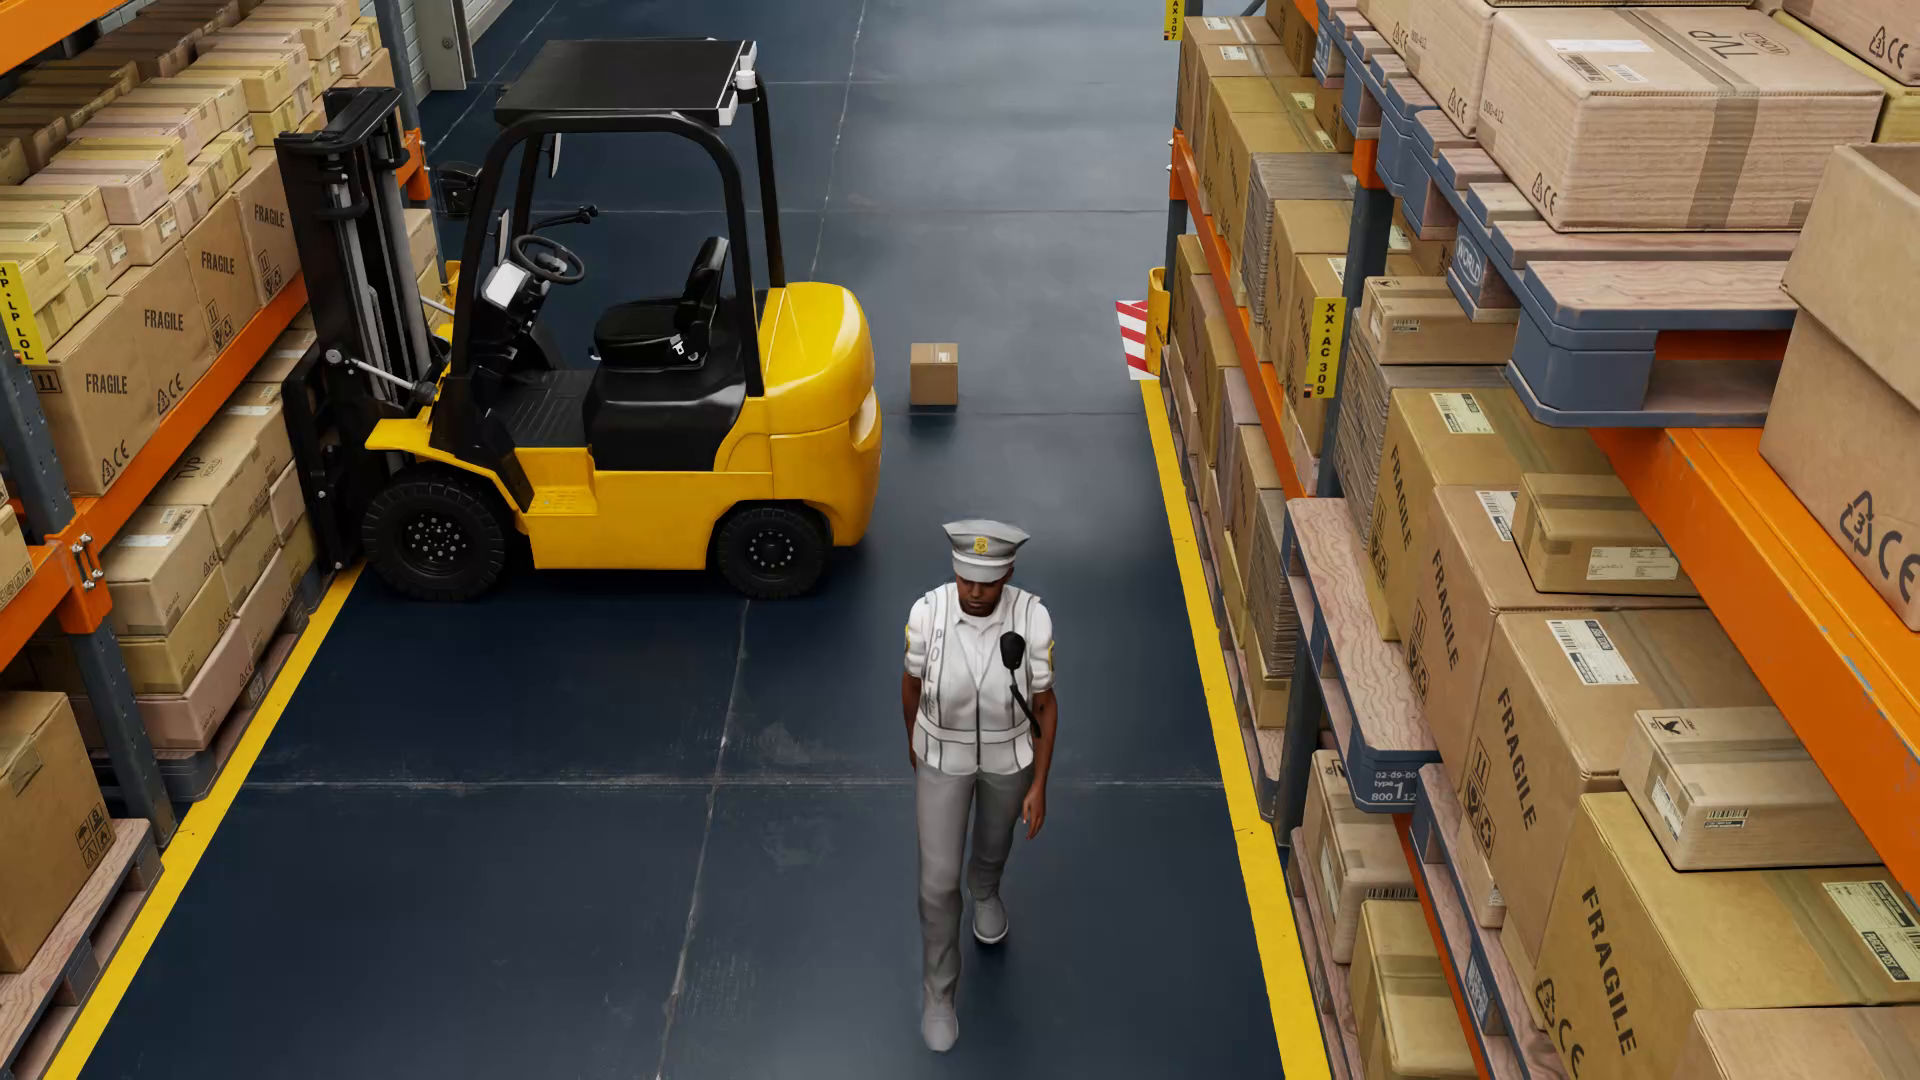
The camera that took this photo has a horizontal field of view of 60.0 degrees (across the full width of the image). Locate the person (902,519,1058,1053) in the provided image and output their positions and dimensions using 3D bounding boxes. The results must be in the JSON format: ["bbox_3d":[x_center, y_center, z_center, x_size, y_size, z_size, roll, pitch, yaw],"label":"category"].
[{"bbox_3d":[0.058,0.702,4.998,0.458,1.733,0.679,-1,32,-1],"label":"person"}]
